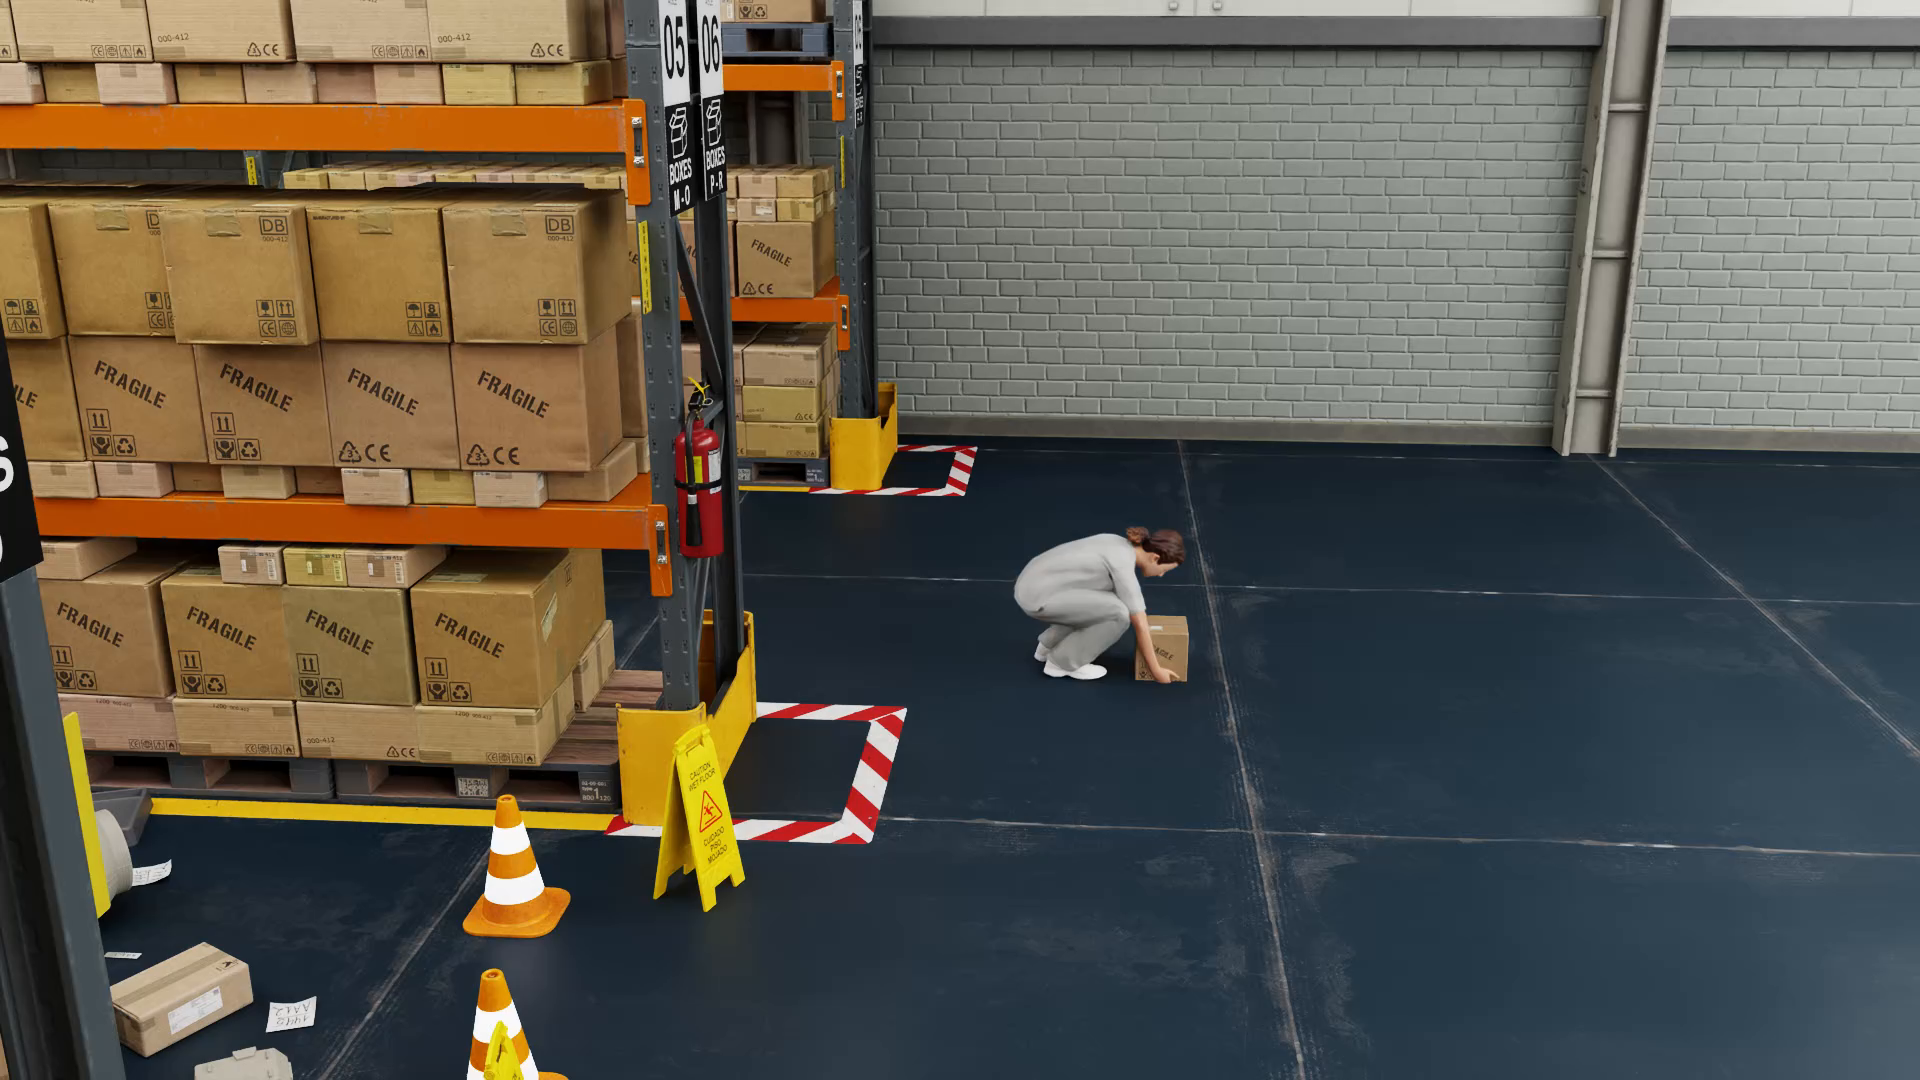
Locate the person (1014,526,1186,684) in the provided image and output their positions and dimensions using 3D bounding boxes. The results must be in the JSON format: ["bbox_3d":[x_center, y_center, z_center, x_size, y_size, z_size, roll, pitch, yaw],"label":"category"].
[{"bbox_3d":[0.683,0.317,8.203,0.839,0.813,0.467,1,18,3],"label":"person"}]
